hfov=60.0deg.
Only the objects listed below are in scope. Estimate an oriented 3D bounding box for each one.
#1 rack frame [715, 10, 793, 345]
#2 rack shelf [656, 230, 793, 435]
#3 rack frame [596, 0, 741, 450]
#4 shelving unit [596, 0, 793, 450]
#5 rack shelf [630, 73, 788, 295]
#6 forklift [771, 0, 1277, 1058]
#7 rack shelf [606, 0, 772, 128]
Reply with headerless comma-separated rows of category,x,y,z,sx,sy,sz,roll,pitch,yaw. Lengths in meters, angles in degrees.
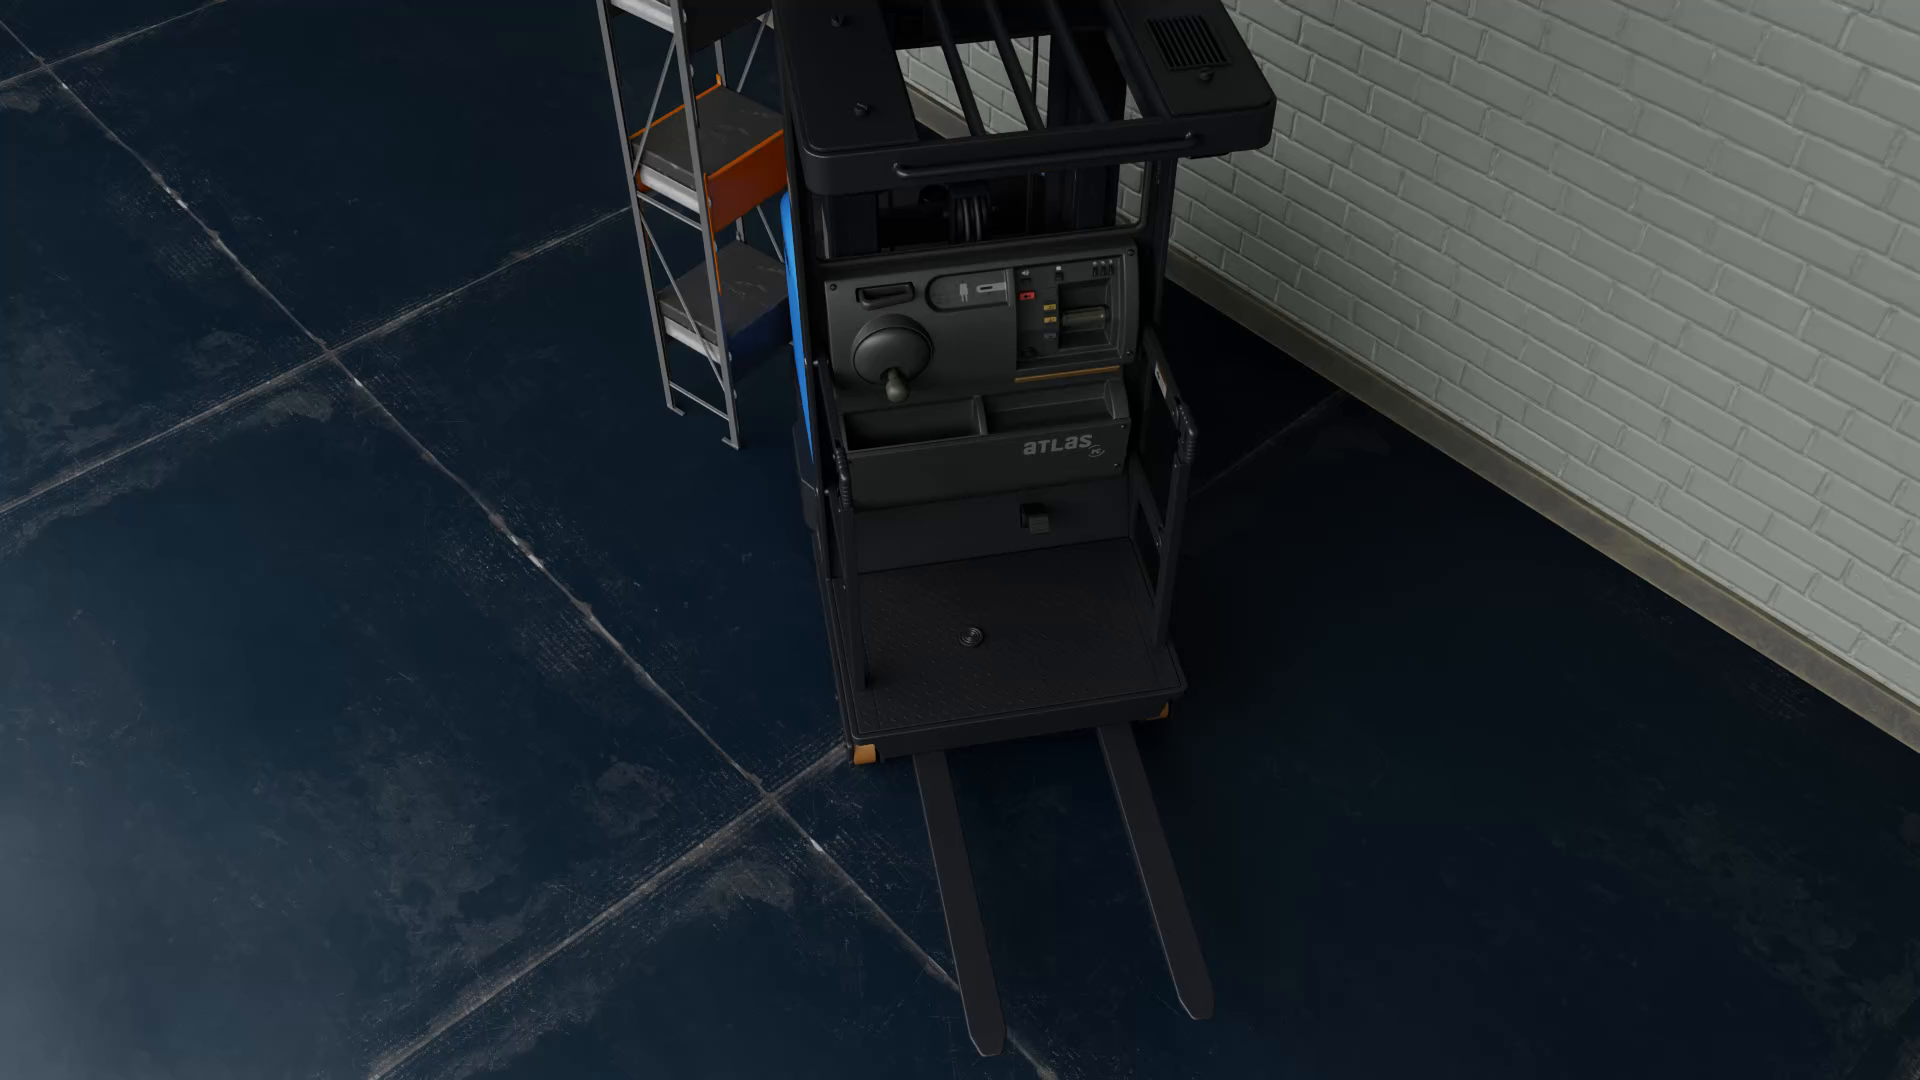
rack frame,-0.720,-1.441,6.151,0.400,2.100,0.015,31,54,25
rack shelf,-0.874,-0.818,6.547,0.431,0.518,0.480,31,54,25
rack frame,-1.027,-1.163,5.894,0.400,2.100,0.015,31,54,25
shelving unit,-0.874,-1.302,6.023,0.431,2.100,0.503,31,54,25
rack shelf,-0.874,-1.293,6.033,0.431,0.518,0.480,31,54,25
forklift,0.113,-0.544,4.758,1.130,2.935,3.031,-8,48,-7
rack shelf,-0.874,-1.767,5.518,0.431,0.518,0.480,31,54,25
